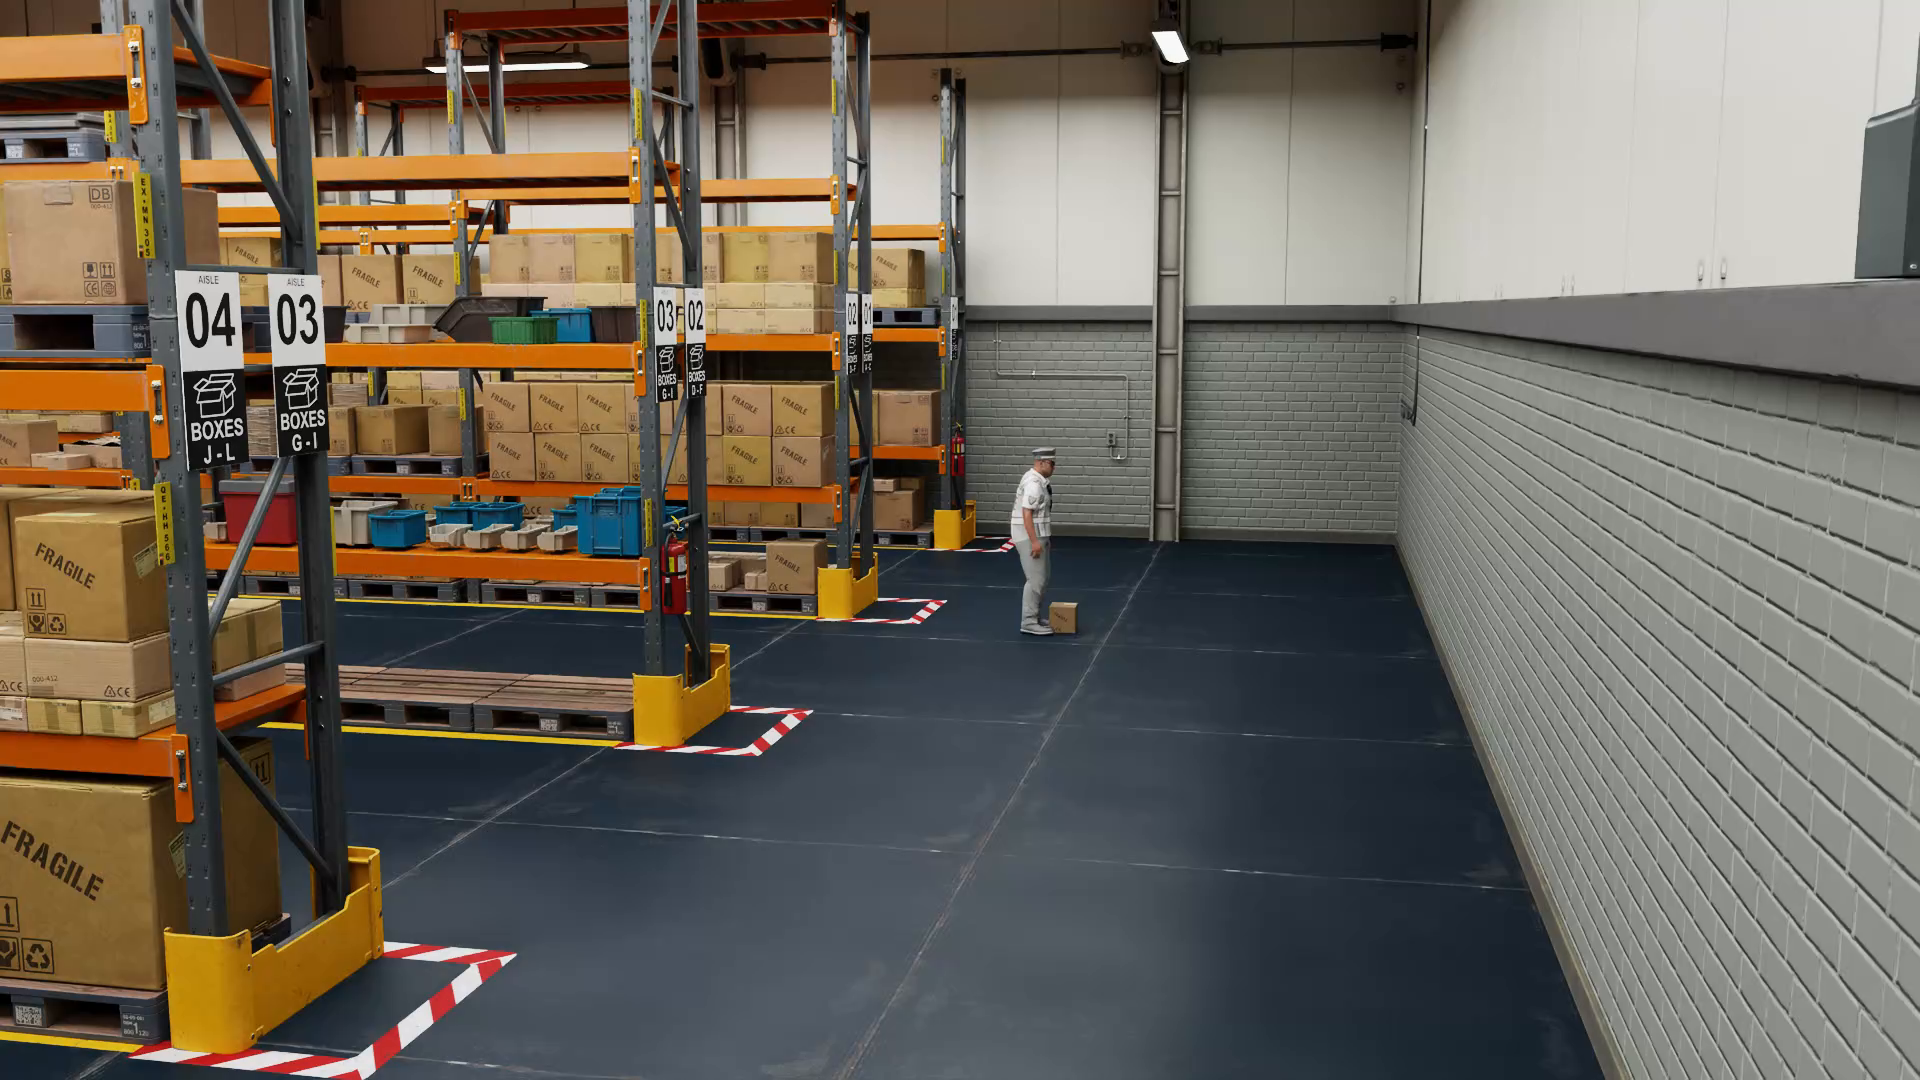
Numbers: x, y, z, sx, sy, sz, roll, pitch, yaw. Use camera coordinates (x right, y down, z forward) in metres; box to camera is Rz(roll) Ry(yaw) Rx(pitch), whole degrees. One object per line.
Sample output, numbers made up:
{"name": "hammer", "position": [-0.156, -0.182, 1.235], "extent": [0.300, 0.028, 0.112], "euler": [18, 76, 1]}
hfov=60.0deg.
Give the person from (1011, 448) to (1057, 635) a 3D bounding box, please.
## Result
{"name": "person", "position": [0.712, -0.006, 15.826], "extent": [0.438, 1.748, 0.587], "euler": [2, 8, 11]}
